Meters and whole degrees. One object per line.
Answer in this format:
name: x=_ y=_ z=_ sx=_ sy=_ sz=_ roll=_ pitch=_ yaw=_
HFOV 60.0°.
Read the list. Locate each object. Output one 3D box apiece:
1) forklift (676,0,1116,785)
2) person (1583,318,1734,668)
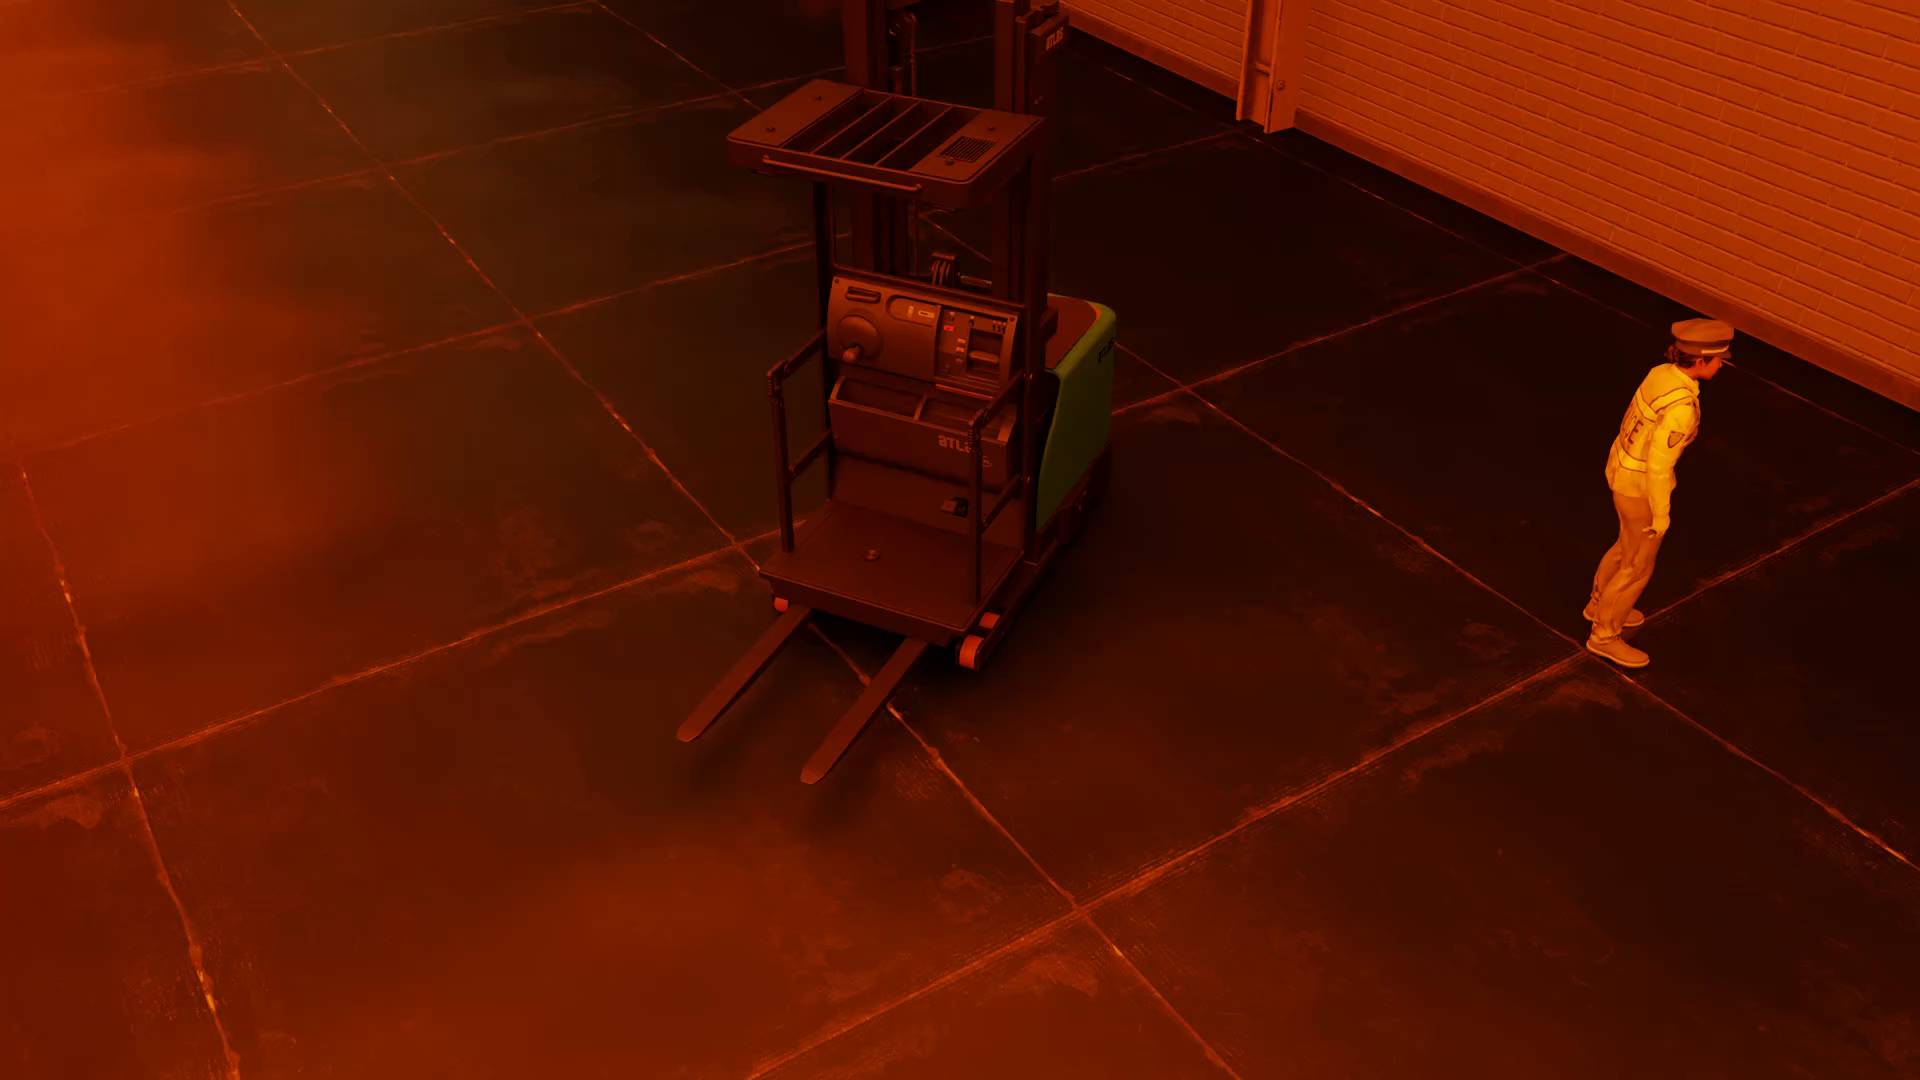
forklift: x=-0.267 y=-0.874 z=7.392 sx=1.130 sy=2.935 sz=3.031 roll=15 pitch=38 yaw=20
person: x=3.143 y=-0.238 z=7.588 sx=0.370 sy=1.667 sz=0.547 roll=7 pitch=36 yaw=10
